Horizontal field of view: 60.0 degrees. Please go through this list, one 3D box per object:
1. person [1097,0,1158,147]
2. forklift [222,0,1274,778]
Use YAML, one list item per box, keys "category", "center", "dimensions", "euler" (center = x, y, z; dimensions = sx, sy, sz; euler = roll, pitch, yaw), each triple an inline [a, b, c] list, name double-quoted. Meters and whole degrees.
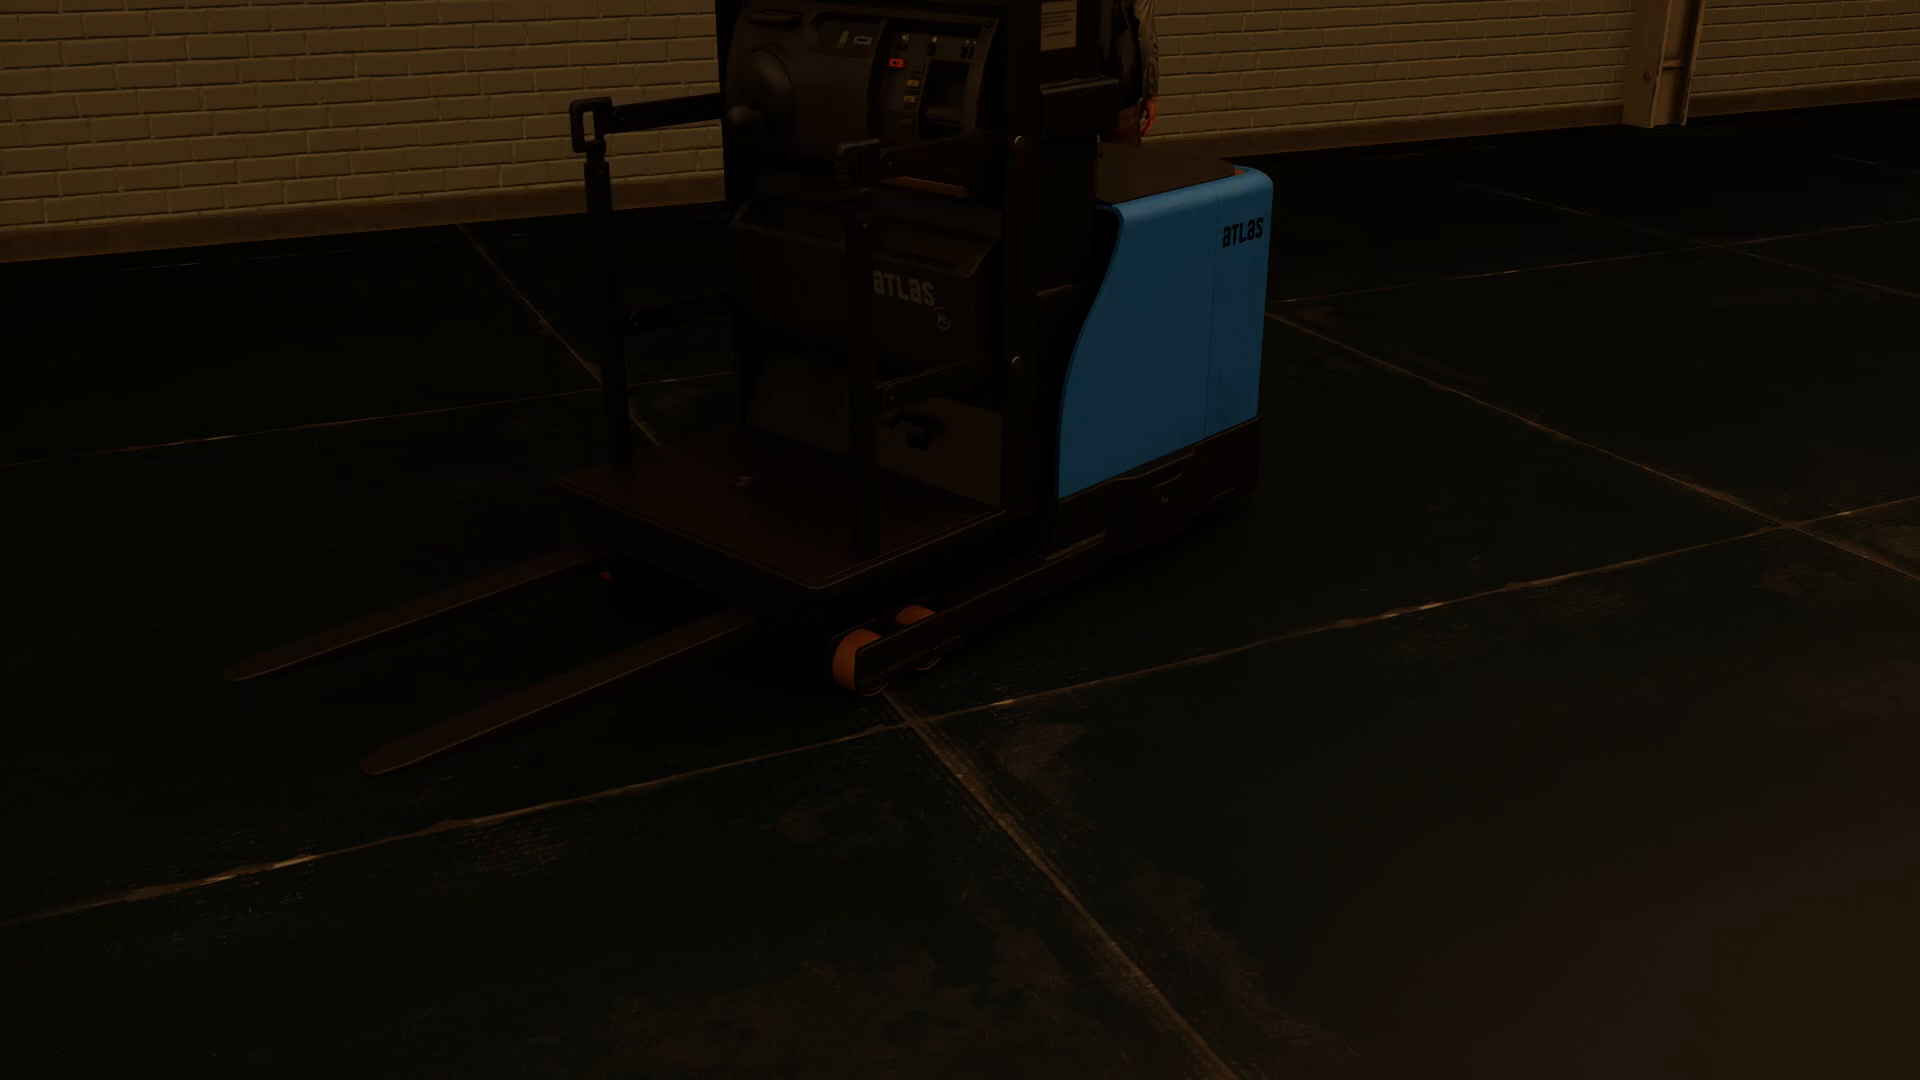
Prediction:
- category: "person"
  center: [0.624, -2.019, 7.727]
  dimensions: [0.579, 1.719, 0.425]
  euler: [4, 23, 10]
- category: "forklift"
  center: [-0.413, -1.182, 4.131]
  dimensions: [1.130, 2.935, 3.031]
  euler: [19, 29, 39]
